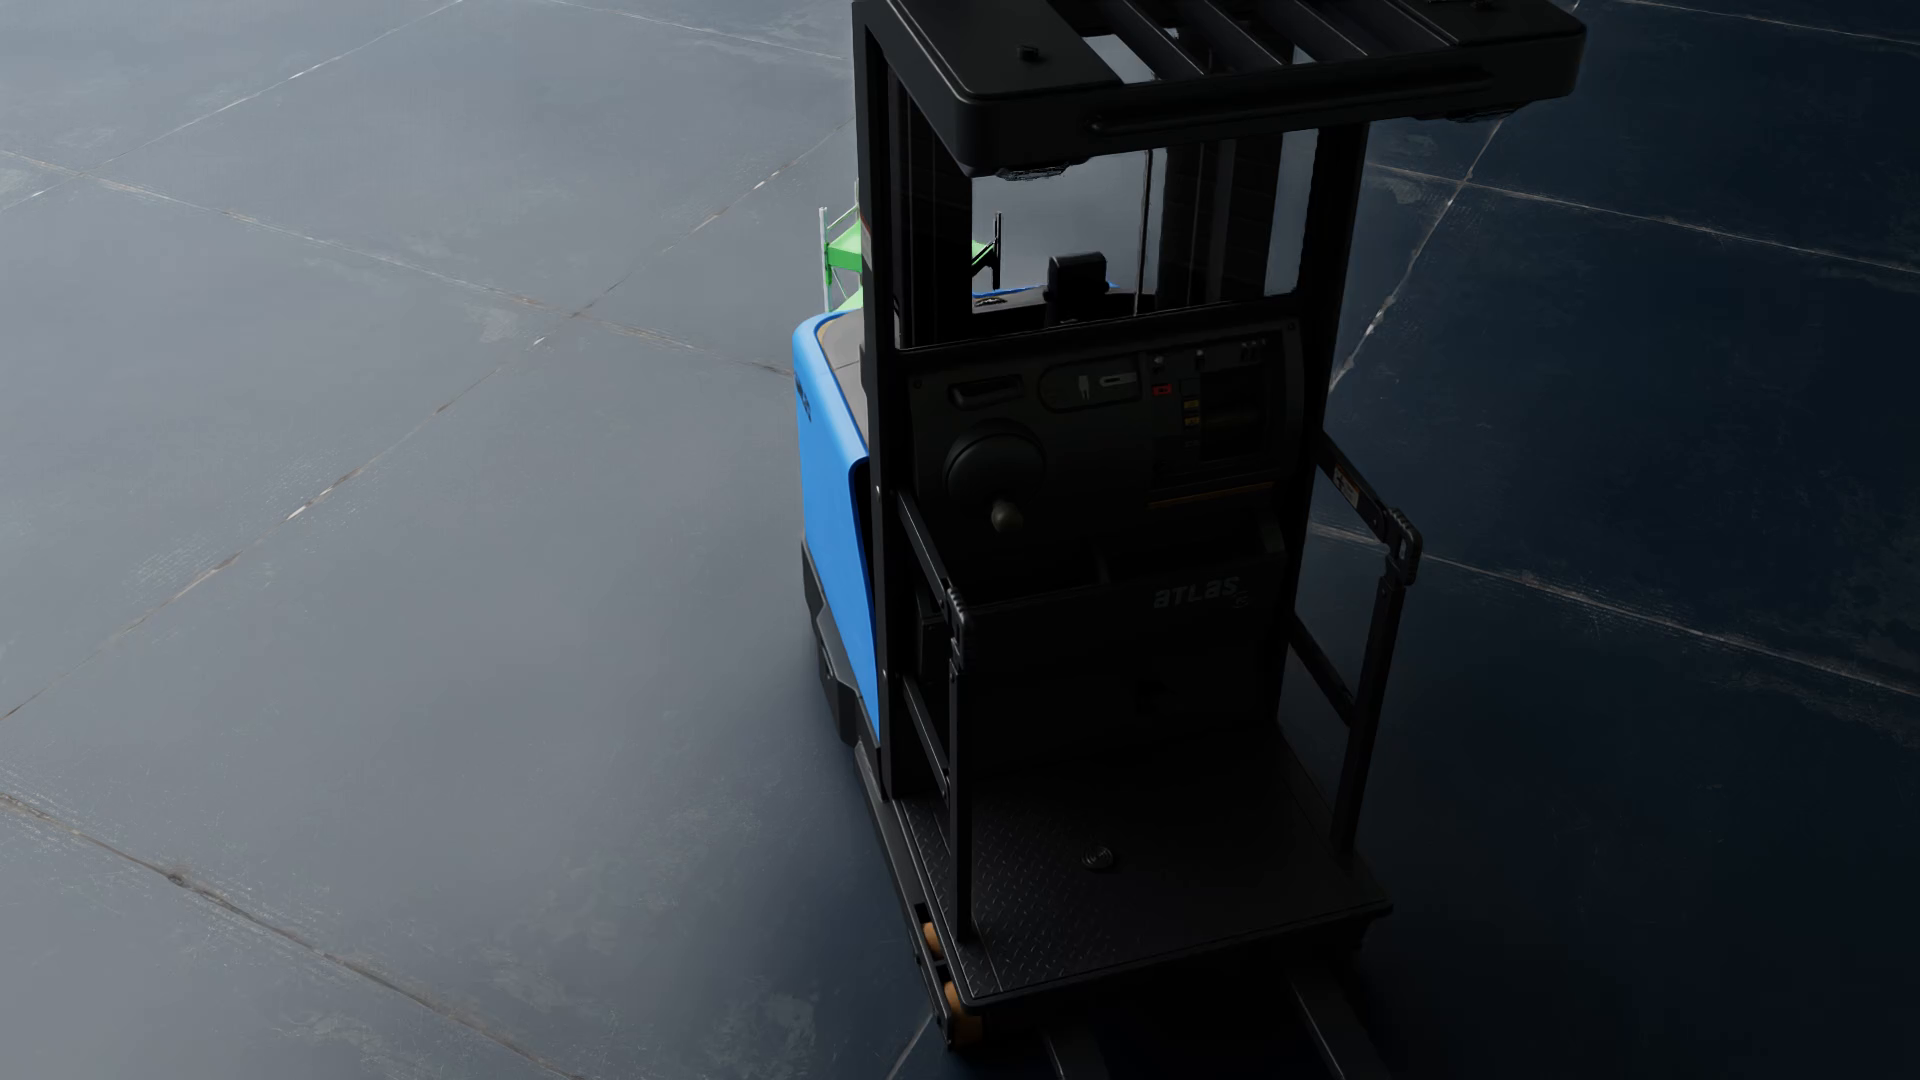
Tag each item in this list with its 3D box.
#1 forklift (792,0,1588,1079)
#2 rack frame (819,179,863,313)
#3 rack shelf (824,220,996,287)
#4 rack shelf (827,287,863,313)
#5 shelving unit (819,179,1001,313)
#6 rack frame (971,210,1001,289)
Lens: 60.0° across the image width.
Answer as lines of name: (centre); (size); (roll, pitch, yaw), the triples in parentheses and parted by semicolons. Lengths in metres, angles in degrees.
forklift: (0.401, -0.191, 3.577); (1.130, 2.935, 3.031); (-10, 38, -13)
rack frame: (-0.371, -0.600, 5.548); (0.015, 1.200, 0.240); (17, 40, 21)
rack shelf: (-0.154, -0.864, 5.208); (0.480, 0.148, 0.258); (17, 40, 21)
rack shelf: (-0.154, -0.673, 5.353); (0.480, 0.148, 0.258); (17, 40, 21)
shelving unit: (-0.154, -0.533, 5.460); (0.503, 1.200, 0.258); (17, 40, 21)
rack frame: (0.064, -0.466, 5.372); (0.015, 1.200, 0.240); (17, 40, 21)
